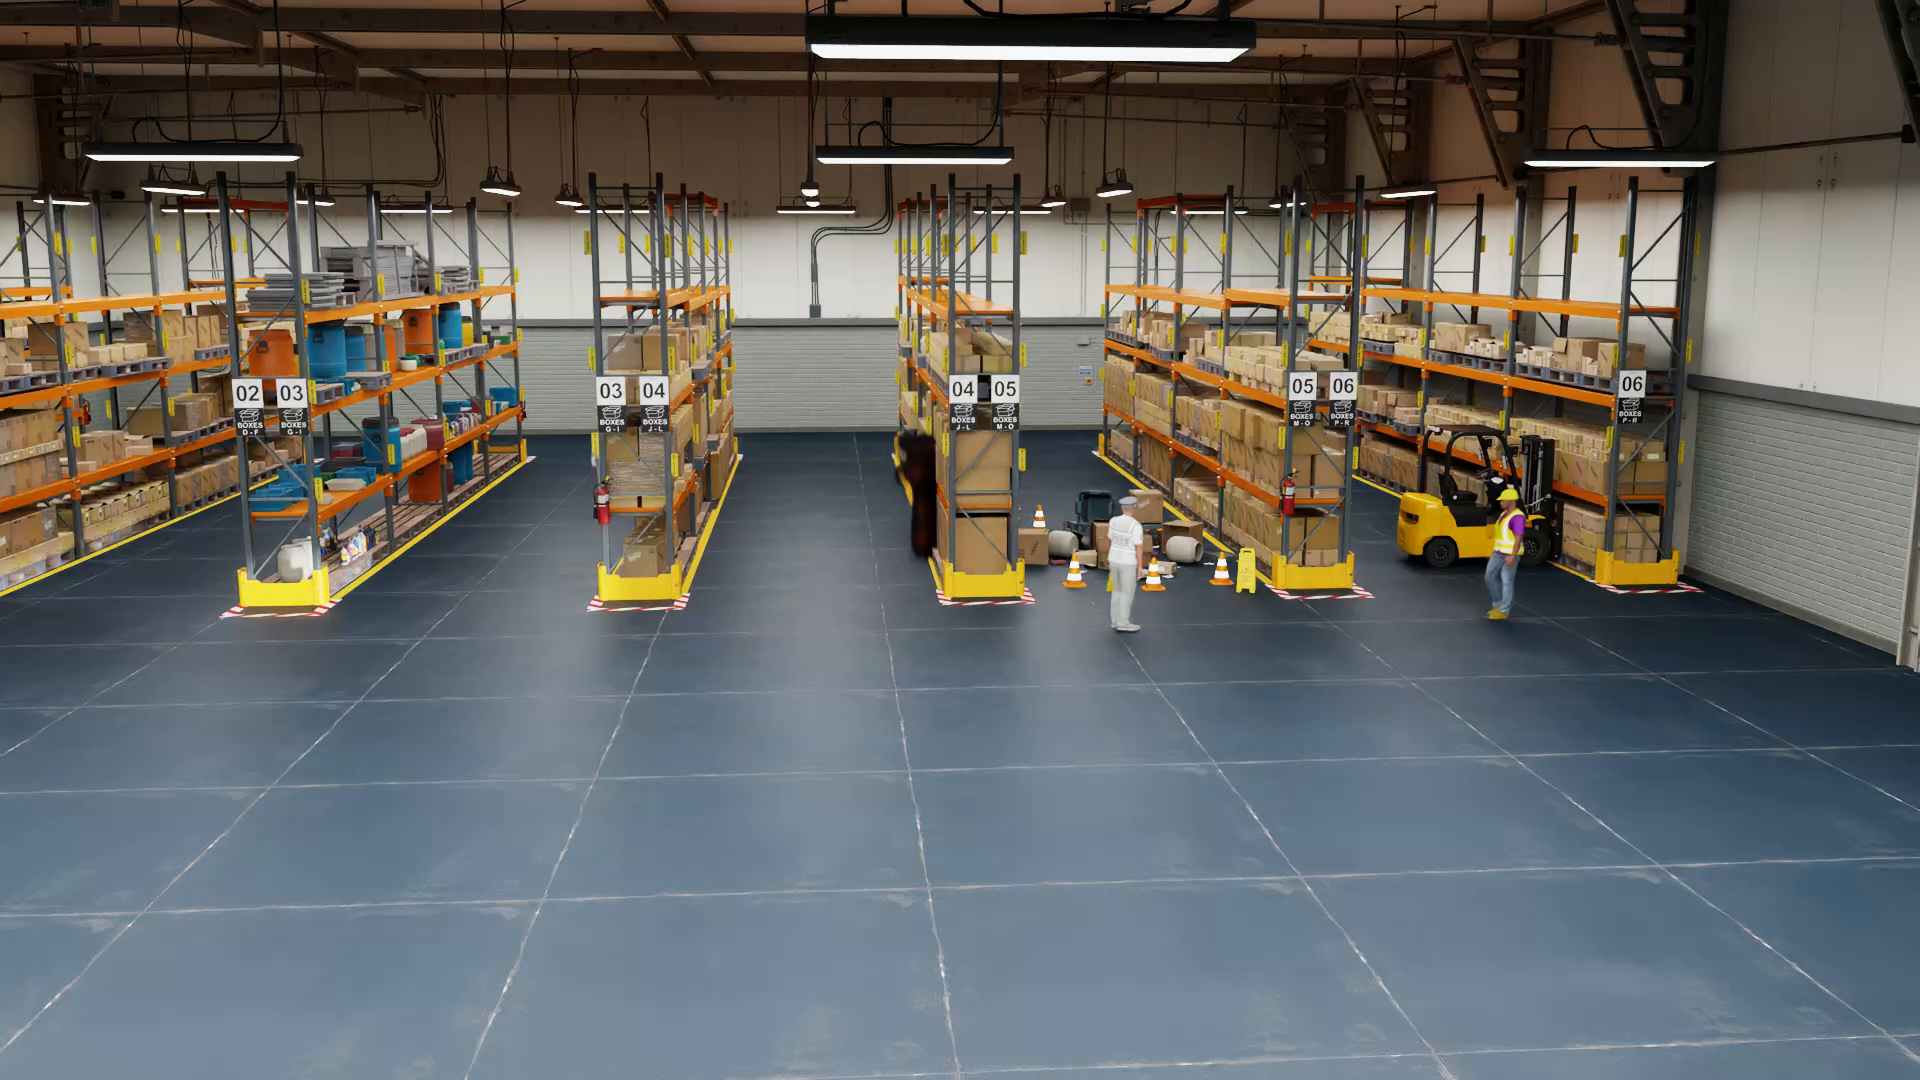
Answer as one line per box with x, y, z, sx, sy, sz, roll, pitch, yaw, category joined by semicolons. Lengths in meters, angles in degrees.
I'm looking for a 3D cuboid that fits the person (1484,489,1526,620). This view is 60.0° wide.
7.395;0.210;22.545;0.496;1.803;0.587;-4;11;-22;person

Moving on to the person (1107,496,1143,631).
2.176;0.315;21.814;0.403;1.770;0.553;-9;14;-42;person

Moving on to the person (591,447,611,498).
-6.994;-1.563;32.836;0.579;1.614;0.996;-1;10;-6;person
